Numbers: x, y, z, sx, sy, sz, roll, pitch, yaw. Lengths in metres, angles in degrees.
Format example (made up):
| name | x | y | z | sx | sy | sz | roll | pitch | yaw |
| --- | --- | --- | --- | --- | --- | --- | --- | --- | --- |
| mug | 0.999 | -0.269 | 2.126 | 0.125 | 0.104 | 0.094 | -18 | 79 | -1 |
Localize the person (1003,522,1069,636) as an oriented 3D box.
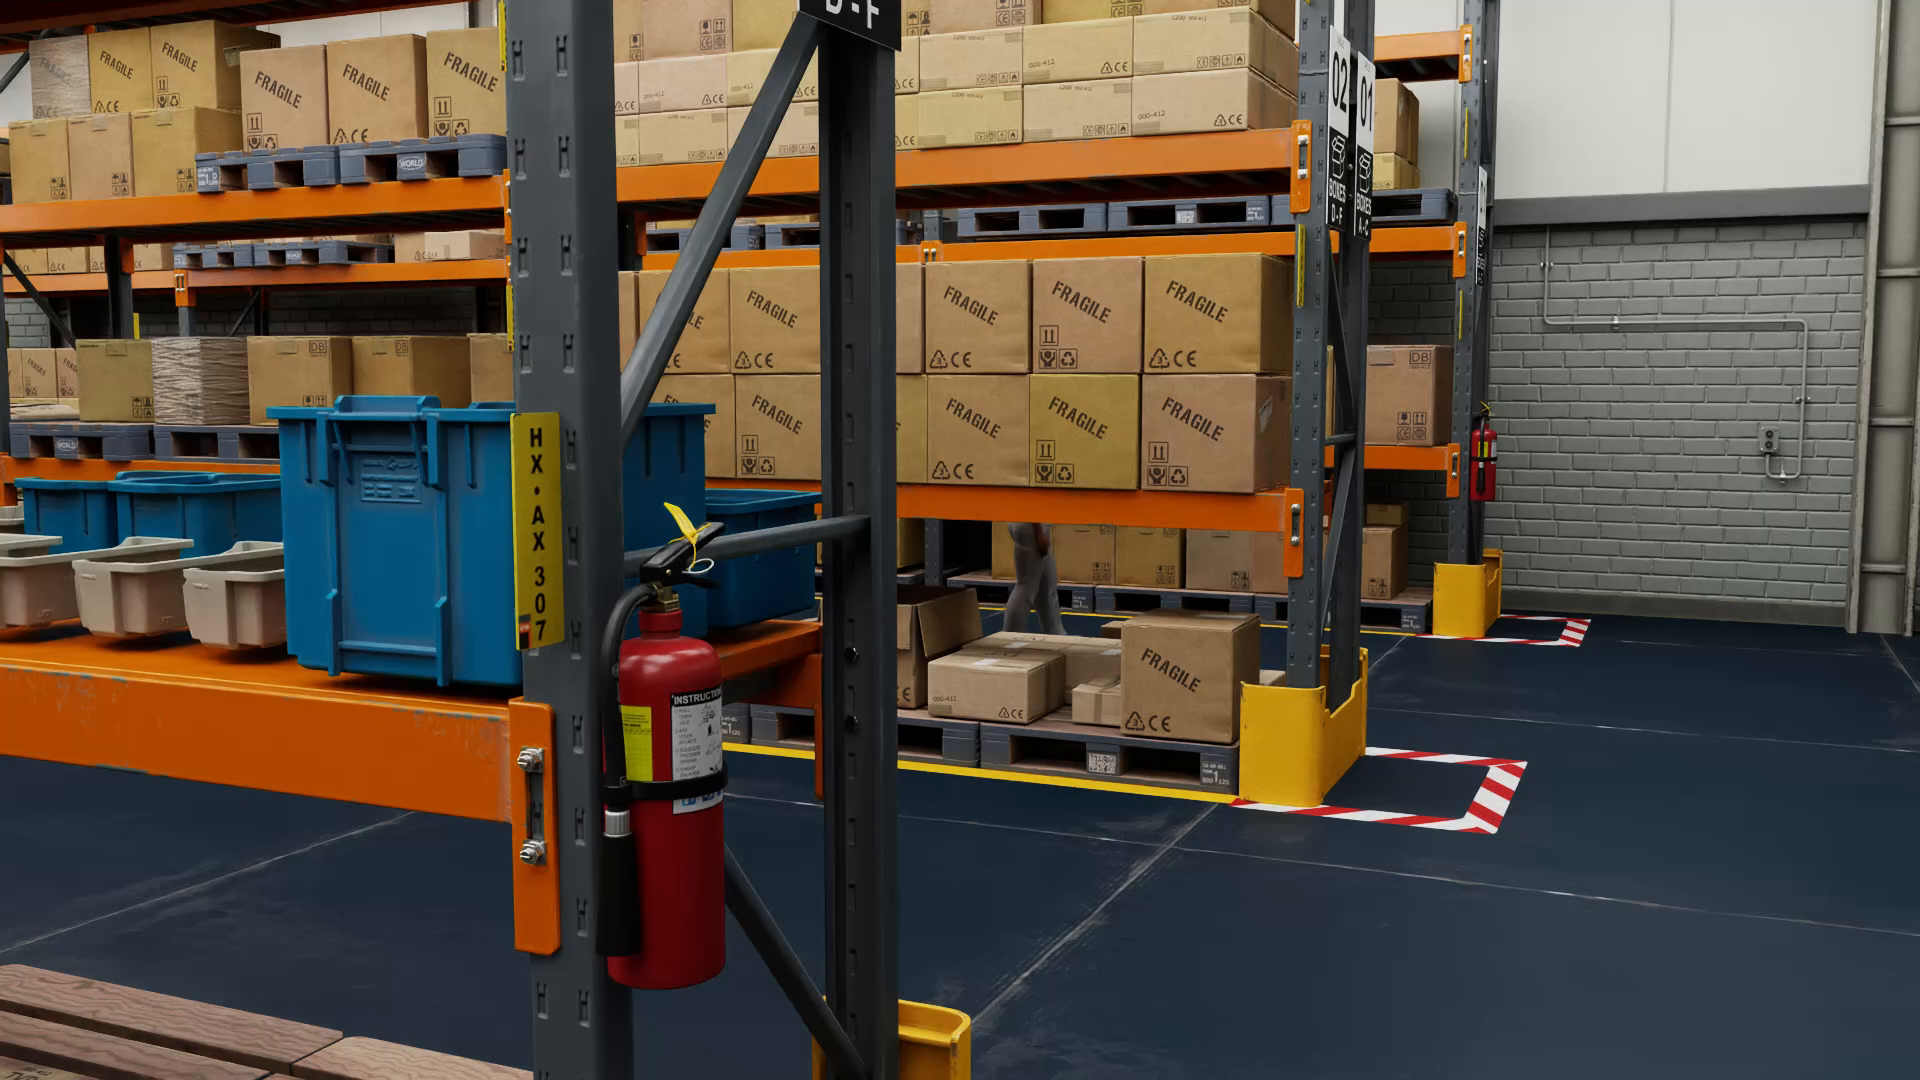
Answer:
| name | x | y | z | sx | sy | sz | roll | pitch | yaw |
| --- | --- | --- | --- | --- | --- | --- | --- | --- | --- |
| person | 0.547 | -0.085 | 10.492 | 0.640 | 1.669 | 0.454 | -1 | 6 | -10 |
